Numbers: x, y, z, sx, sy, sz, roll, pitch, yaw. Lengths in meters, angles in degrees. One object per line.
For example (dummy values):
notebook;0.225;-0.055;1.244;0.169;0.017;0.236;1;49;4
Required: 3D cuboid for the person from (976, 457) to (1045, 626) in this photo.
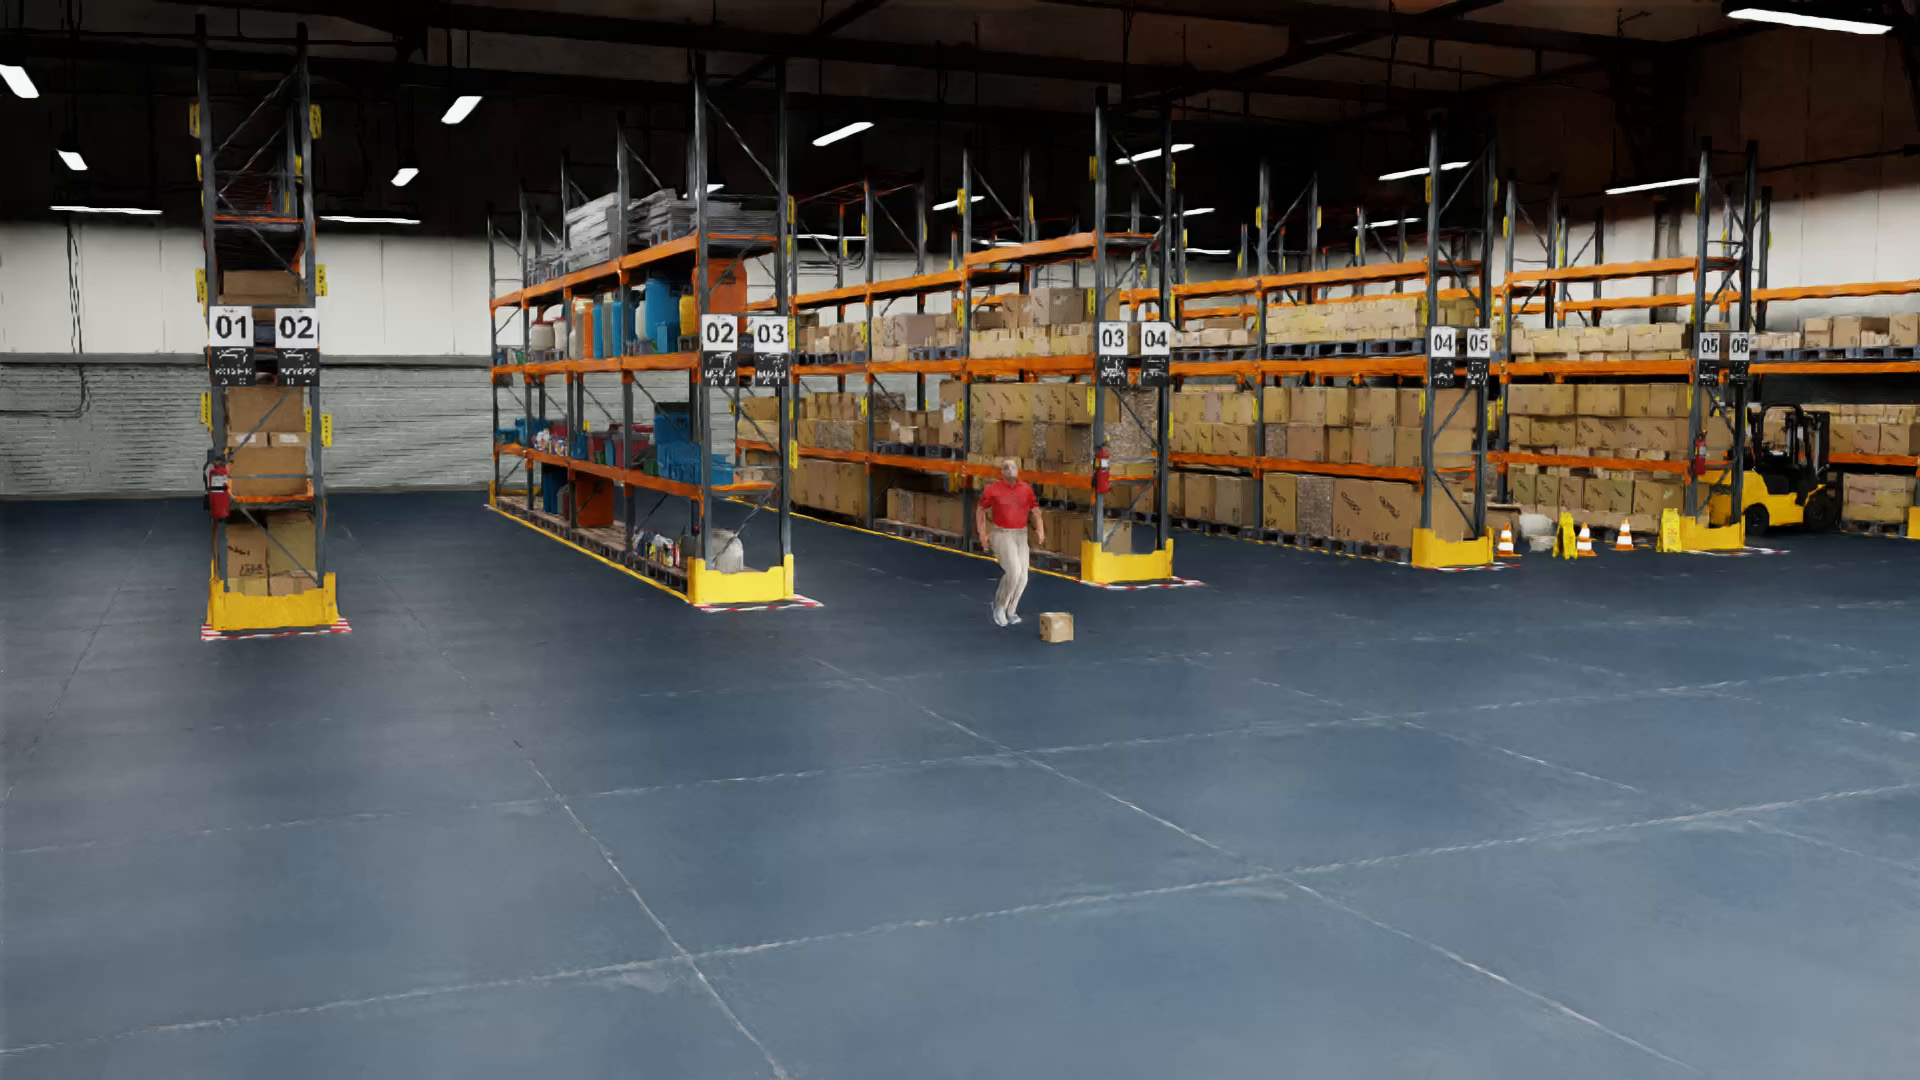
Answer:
person;0.541;0.018;16.967;0.692;1.725;0.535;-3;6;-33
